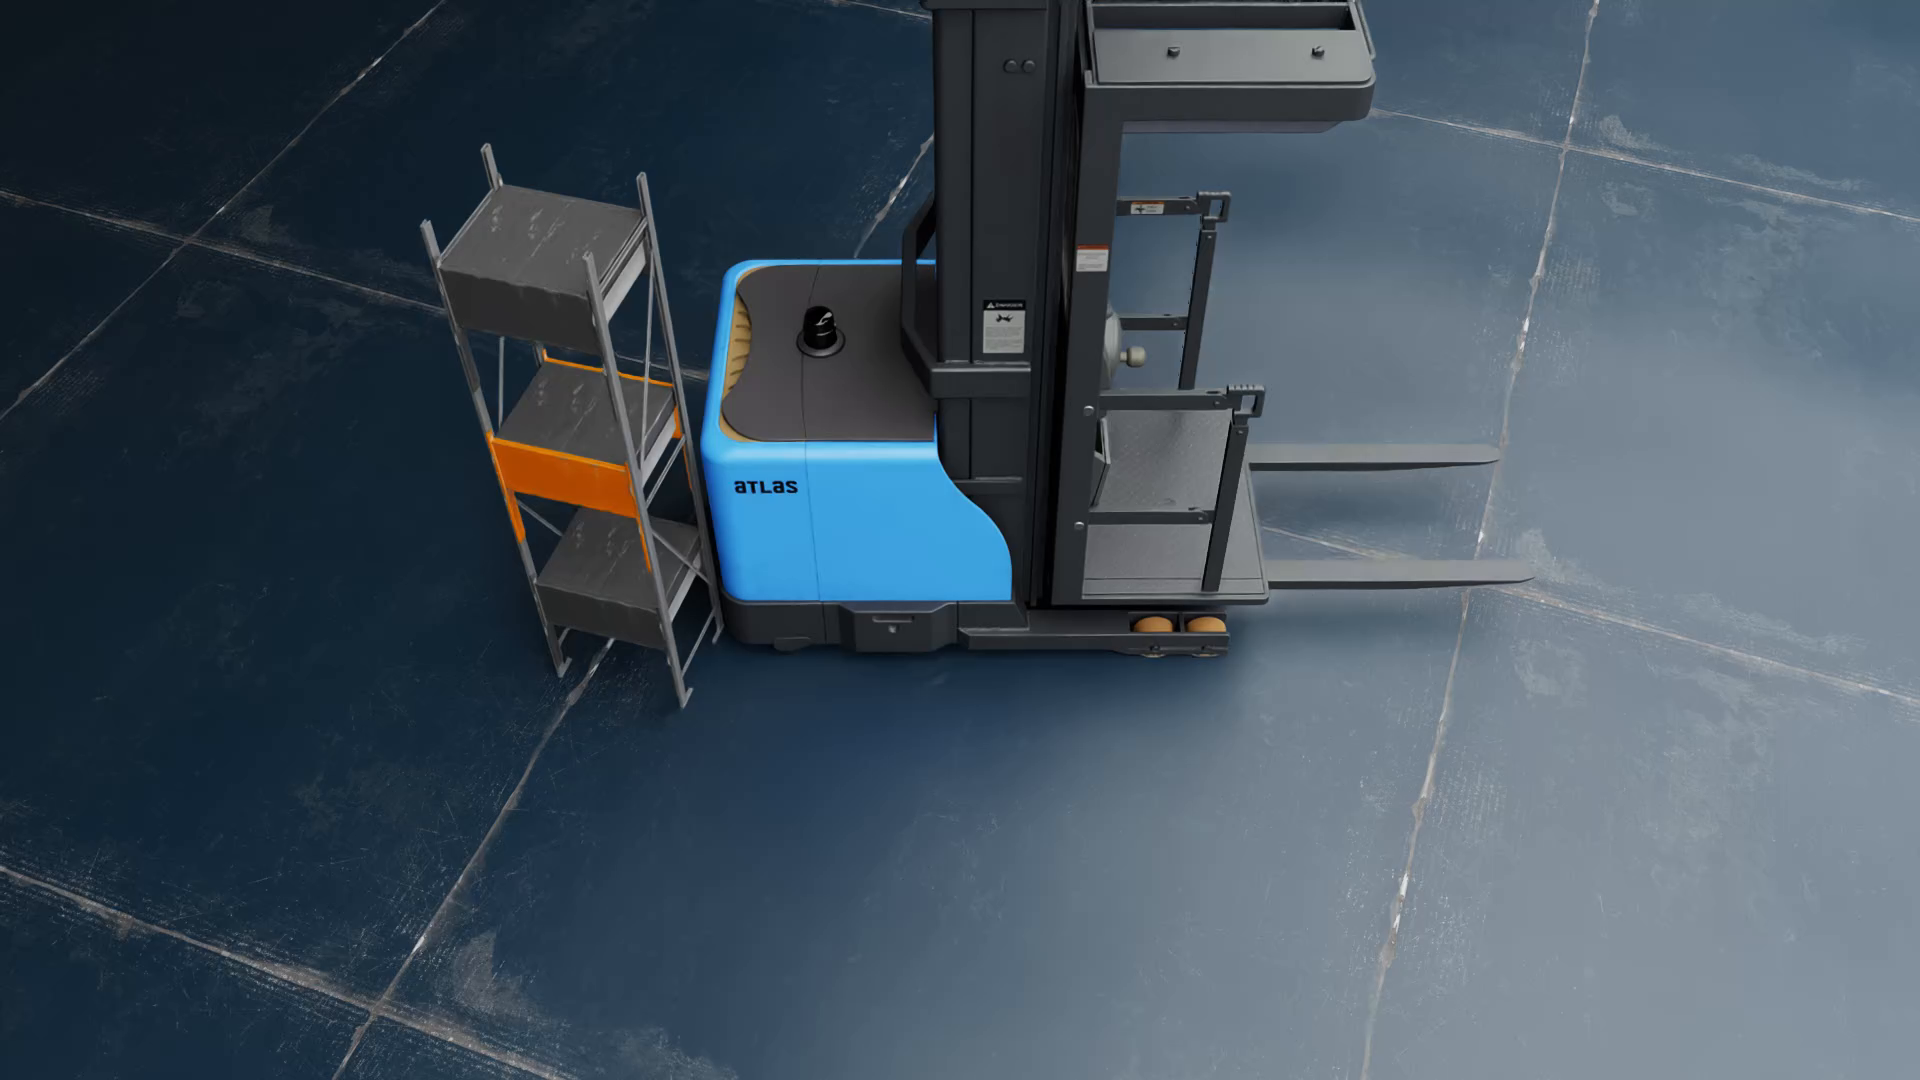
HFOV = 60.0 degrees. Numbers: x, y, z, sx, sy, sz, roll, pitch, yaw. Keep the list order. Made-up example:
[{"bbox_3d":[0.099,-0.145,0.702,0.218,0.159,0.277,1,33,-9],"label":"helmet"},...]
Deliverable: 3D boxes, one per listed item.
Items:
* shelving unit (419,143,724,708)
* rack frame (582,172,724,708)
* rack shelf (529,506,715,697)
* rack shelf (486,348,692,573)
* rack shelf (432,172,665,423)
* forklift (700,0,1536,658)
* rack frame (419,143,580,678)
[{"bbox_3d":[-1.195,-0.270,5.461,0.503,2.100,0.431,12,50,11],"label":"shelving unit"},{"bbox_3d":[-0.961,-0.218,5.416,0.015,2.100,0.400,12,50,11],"label":"rack frame"},{"bbox_3d":[-1.195,0.198,6.000,0.480,0.518,0.431,12,50,11],"label":"rack shelf"},{"bbox_3d":[-1.195,-0.261,5.471,0.480,0.518,0.431,12,50,11],"label":"rack shelf"},{"bbox_3d":[-1.195,-0.719,4.942,0.480,0.518,0.431,12,50,11],"label":"rack shelf"},{"bbox_3d":[0.635,-0.924,5.478,3.031,2.935,1.130,0,49,0],"label":"forklift"},{"bbox_3d":[-1.429,-0.321,5.505,0.015,2.100,0.400,12,50,11],"label":"rack frame"}]
